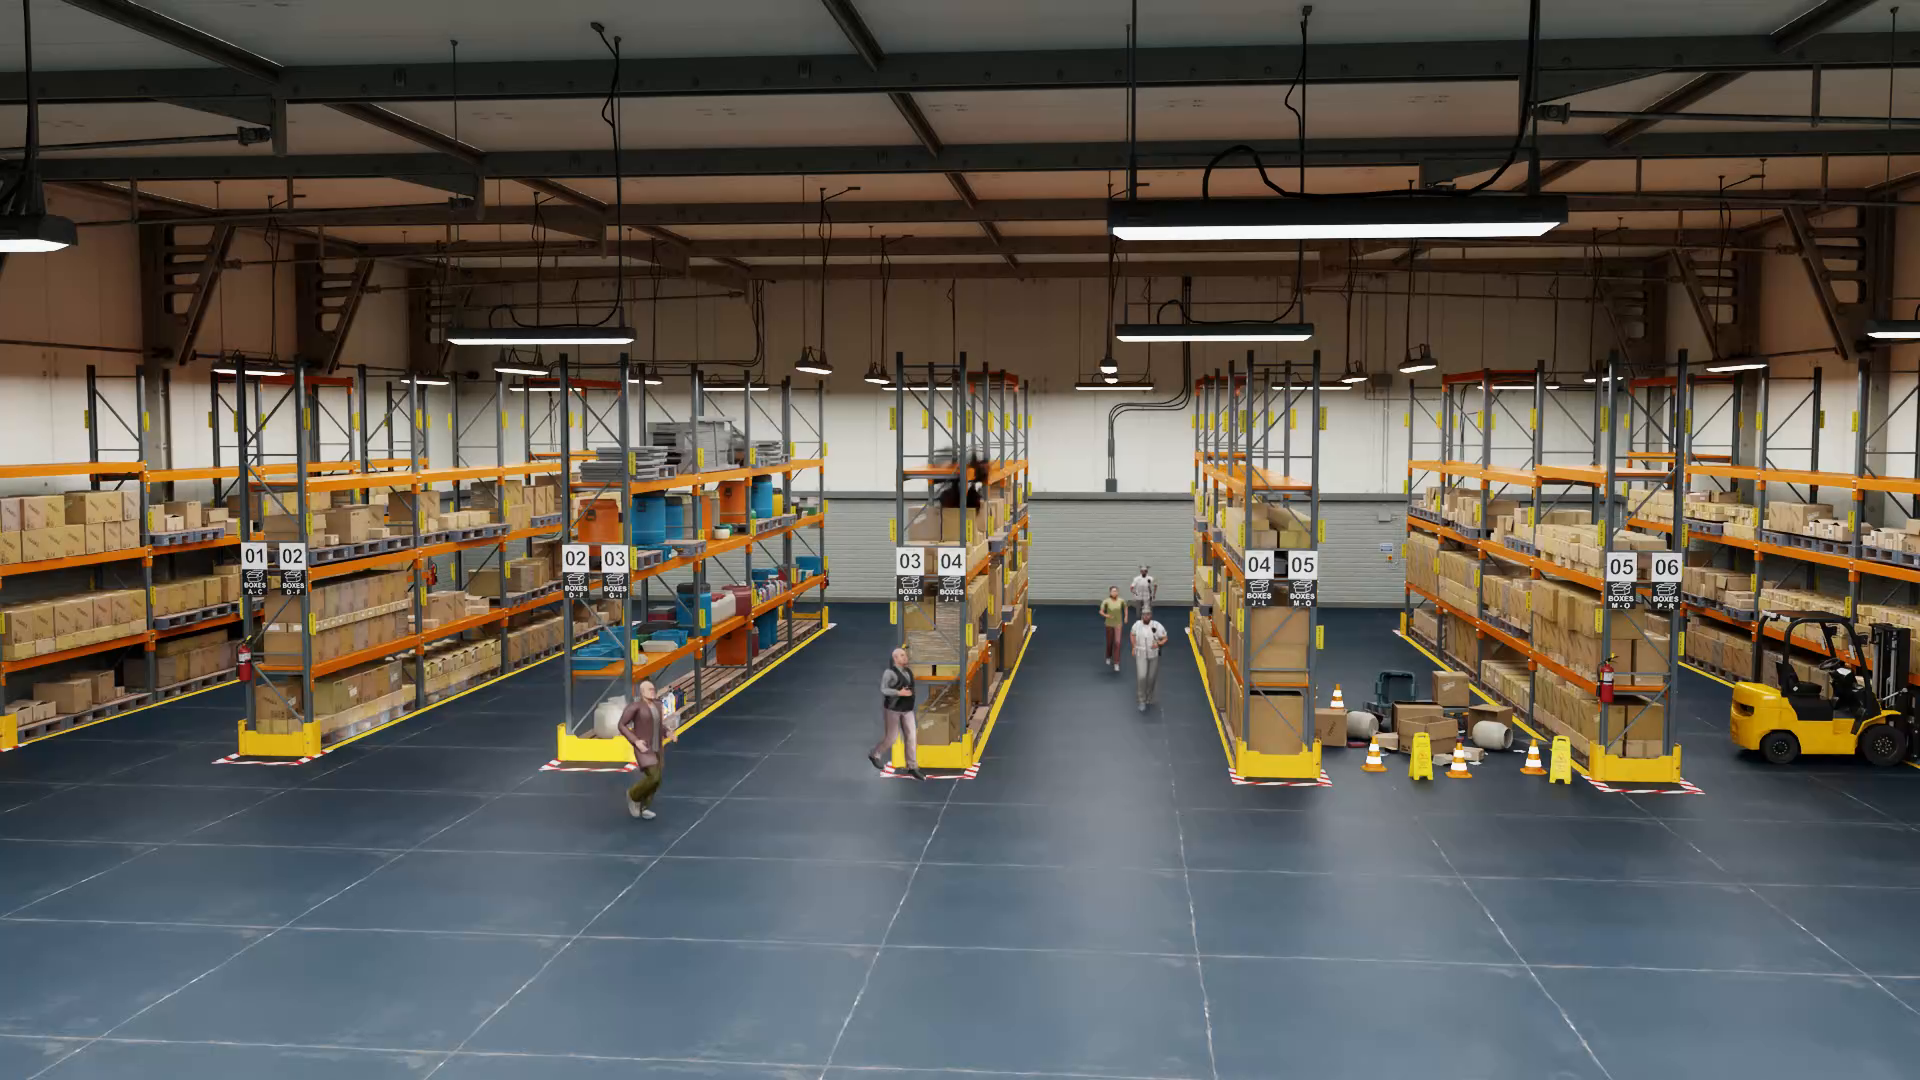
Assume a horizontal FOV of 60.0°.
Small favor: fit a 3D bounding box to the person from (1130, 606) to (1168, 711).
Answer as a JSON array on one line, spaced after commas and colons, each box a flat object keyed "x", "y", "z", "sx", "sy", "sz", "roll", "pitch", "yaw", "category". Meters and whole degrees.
[{"x": 3.307, "y": 2.049, "z": 29.142, "sx": 0.653, "sy": 1.842, "sz": 0.830, "roll": 1, "pitch": 4, "yaw": 7, "category": "person"}]

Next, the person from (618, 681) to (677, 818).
[{"x": -3.892, "y": 2.643, "z": 20.900, "sx": 0.618, "sy": 1.733, "sz": 0.685, "roll": 2, "pitch": 5, "yaw": 31, "category": "person"}]

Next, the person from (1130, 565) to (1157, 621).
[{"x": 4.274, "y": 1.416, "z": 38.858, "sx": 0.589, "sy": 1.708, "sz": 0.916, "roll": 1, "pitch": 4, "yaw": 11, "category": "person"}]

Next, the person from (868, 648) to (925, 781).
[{"x": -0.831, "y": 2.333, "z": 22.489, "sx": 0.941, "sy": 1.746, "sz": 0.667, "roll": 4, "pitch": 6, "yaw": 43, "category": "person"}]

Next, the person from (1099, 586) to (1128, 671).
[{"x": 3.117, "y": 1.767, "z": 33.739, "sx": 0.593, "sy": 1.696, "sz": 0.856, "roll": 0, "pitch": 4, "yaw": 0, "category": "person"}]
